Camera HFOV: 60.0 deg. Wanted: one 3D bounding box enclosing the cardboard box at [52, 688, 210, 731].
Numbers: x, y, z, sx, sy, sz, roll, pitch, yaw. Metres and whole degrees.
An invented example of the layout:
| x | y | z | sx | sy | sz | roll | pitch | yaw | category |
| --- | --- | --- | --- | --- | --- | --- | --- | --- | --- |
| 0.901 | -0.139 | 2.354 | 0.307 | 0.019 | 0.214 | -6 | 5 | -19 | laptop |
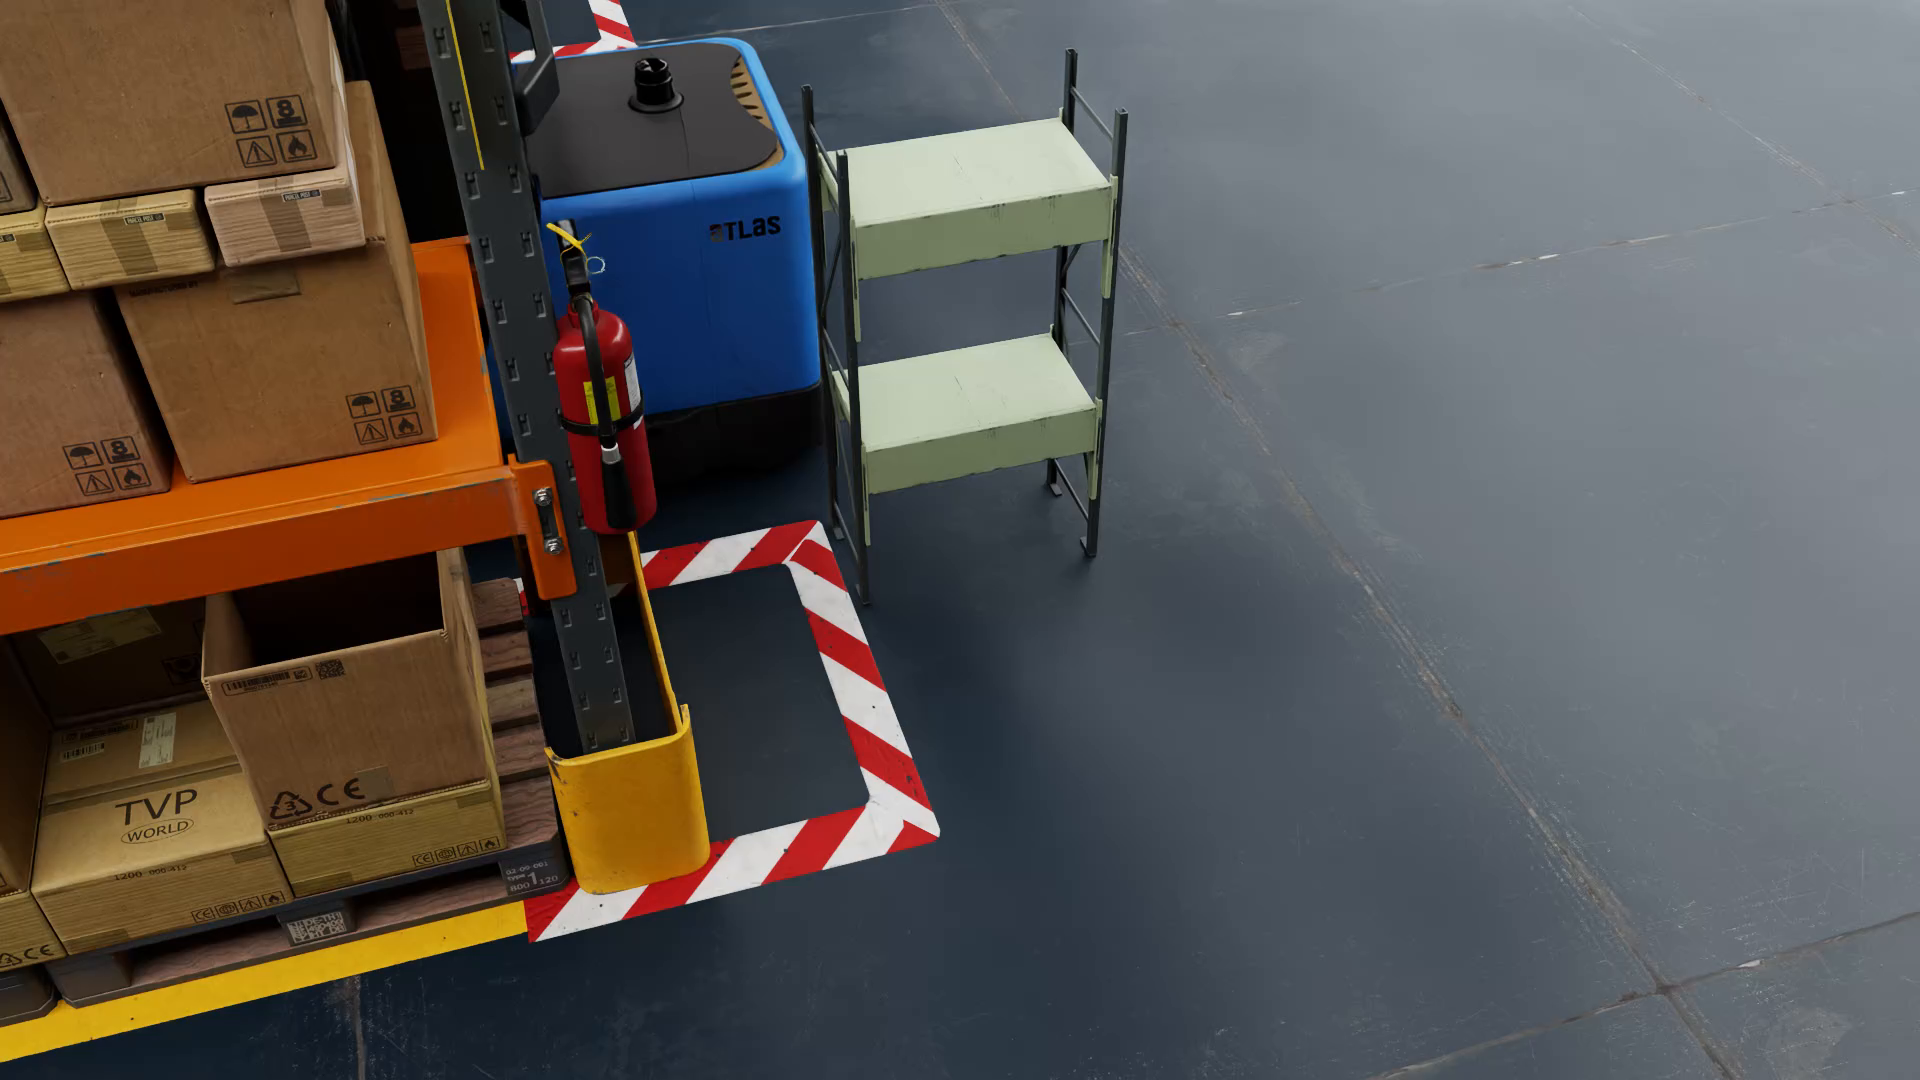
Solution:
| x | y | z | sx | sy | sz | roll | pitch | yaw | category |
| --- | --- | --- | --- | --- | --- | --- | --- | --- | --- |
| -2.048 | 0.331 | 4.362 | 0.500 | 0.250 | 0.500 | -12 | 42 | -13 | cardboard box |

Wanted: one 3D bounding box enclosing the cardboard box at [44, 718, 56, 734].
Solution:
| x | y | z | sx | sy | sz | roll | pitch | yaw | category |
| --- | --- | --- | --- | --- | --- | --- | --- | --- | --- |
| -2.525 | 0.430 | 4.249 | 0.500 | 0.250 | 0.500 | -12 | 42 | -13 | cardboard box |

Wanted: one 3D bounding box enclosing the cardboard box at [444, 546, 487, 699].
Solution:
| x | y | z | sx | sy | sz | roll | pitch | yaw | category |
| --- | --- | --- | --- | --- | --- | --- | --- | --- | --- |
| -1.573 | 0.230 | 4.477 | 0.500 | 0.250 | 0.500 | -12 | 42 | -13 | cardboard box |

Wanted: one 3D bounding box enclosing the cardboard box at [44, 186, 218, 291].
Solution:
| x | y | z | sx | sy | sz | roll | pitch | yaw | category |
| --- | --- | --- | --- | --- | --- | --- | --- | --- | --- |
| -1.551 | -0.648 | 3.143 | 0.250 | 0.149 | 0.380 | -11 | 42 | -12 | cardboard box |

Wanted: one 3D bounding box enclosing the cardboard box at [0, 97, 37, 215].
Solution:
| x | y | z | sx | sy | sz | roll | pitch | yaw | category |
| --- | --- | --- | --- | --- | --- | --- | --- | --- | --- |
| -1.994 | -0.938 | 2.981 | 0.500 | 0.500 | 0.700 | -13 | 43 | -14 | cardboard box |

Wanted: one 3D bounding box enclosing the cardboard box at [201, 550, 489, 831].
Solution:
| x | y | z | sx | sy | sz | roll | pitch | yaw | category |
| --- | --- | --- | --- | --- | --- | --- | --- | --- | --- |
| -1.416 | 0.274 | 3.857 | 0.500 | 0.500 | 0.500 | -12 | 42 | -13 | cardboard box |

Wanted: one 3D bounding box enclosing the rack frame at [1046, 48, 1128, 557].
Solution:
| x | y | z | sx | sy | sz | roll | pitch | yaw | category |
| --- | --- | --- | --- | --- | --- | --- | --- | --- | --- |
| 0.355 | -0.638 | 4.841 | 0.023 | 1.500 | 0.400 | -12 | 42 | -13 | rack frame |

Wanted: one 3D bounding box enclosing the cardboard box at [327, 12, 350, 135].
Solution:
| x | y | z | sx | sy | sz | roll | pitch | yaw | category |
| --- | --- | --- | --- | --- | --- | --- | --- | --- | --- |
| -1.433 | -0.953 | 3.492 | 0.250 | 0.149 | 0.380 | -12 | 43 | -13 | cardboard box |

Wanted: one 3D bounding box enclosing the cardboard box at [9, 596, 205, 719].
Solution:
| x | y | z | sx | sy | sz | roll | pitch | yaw | category |
| --- | --- | --- | --- | --- | --- | --- | --- | --- | --- |
| -2.049 | 0.048 | 4.116 | 0.500 | 0.500 | 0.500 | -12 | 42 | -13 | cardboard box |

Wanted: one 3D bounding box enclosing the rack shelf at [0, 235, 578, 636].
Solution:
| x | y | z | sx | sy | sz | roll | pitch | yaw | category |
| --- | --- | --- | --- | --- | --- | --- | --- | --- | --- |
| -2.902 | 0.053 | 3.457 | 4.000 | 0.370 | 1.077 | -12 | 42 | -13 | rack shelf |

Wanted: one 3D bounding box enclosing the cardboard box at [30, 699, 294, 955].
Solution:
| x | y | z | sx | sy | sz | roll | pitch | yaw | category |
| --- | --- | --- | --- | --- | --- | --- | --- | --- | --- |
| -1.890 | 0.662 | 3.984 | 0.500 | 0.250 | 0.500 | -12 | 42 | -13 | cardboard box |

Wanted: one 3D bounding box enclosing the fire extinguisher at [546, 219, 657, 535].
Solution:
| x | y | z | sx | sy | sz | roll | pitch | yaw | category |
| --- | --- | --- | --- | --- | --- | --- | --- | --- | --- |
| -0.742 | -0.316 | 3.391 | 0.183 | 0.674 | 0.296 | -12 | 42 | -13 | fire extinguisher |

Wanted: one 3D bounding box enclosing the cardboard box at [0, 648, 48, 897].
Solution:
| x | y | z | sx | sy | sz | roll | pitch | yaw | category |
| --- | --- | --- | --- | --- | --- | --- | --- | --- | --- |
| -2.366 | 0.481 | 3.620 | 0.500 | 0.500 | 0.500 | -12 | 42 | -13 | cardboard box |

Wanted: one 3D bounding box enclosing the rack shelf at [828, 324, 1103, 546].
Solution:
| x | y | z | sx | sy | sz | roll | pitch | yaw | category |
| --- | --- | --- | --- | --- | --- | --- | --- | --- | --- |
| 0.006 | -0.321 | 4.973 | 0.720 | 0.370 | 0.431 | -12 | 42 | -13 | rack shelf |

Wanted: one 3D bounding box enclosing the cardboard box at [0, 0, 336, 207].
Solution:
| x | y | z | sx | sy | sz | roll | pitch | yaw | category |
| --- | --- | --- | --- | --- | --- | --- | --- | --- | --- |
| -1.494 | -1.045 | 3.104 | 0.500 | 0.500 | 0.700 | -12 | 42 | -13 | cardboard box |

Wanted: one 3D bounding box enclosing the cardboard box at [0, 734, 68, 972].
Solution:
| x | y | z | sx | sy | sz | roll | pitch | yaw | category |
| --- | --- | --- | --- | --- | --- | --- | --- | --- | --- |
| -2.367 | 0.762 | 3.869 | 0.500 | 0.250 | 0.500 | -12 | 42 | -13 | cardboard box |

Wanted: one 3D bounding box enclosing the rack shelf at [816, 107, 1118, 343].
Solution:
| x | y | z | sx | sy | sz | roll | pitch | yaw | category |
| --- | --- | --- | --- | --- | --- | --- | --- | --- | --- |
| 0.006 | -0.860 | 4.501 | 0.720 | 0.370 | 0.431 | -12 | 42 | -13 | rack shelf |

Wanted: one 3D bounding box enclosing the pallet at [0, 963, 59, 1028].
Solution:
| x | y | z | sx | sy | sz | roll | pitch | yaw | category |
| --- | --- | --- | --- | --- | --- | --- | --- | --- | --- |
| -2.873 | 0.853 | 4.113 | 1.213 | 0.211 | 1.003 | -12 | 42 | -13 | pallet |

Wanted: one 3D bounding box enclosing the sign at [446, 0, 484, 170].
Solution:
| x | y | z | sx | sy | sz | roll | pitch | yaw | category |
| --- | --- | --- | --- | --- | --- | --- | --- | --- | --- |
| -0.844 | -0.795 | 2.821 | 0.005 | 0.325 | 0.100 | -12 | 42 | -13 | sign |

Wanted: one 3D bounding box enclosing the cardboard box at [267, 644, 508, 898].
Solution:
| x | y | z | sx | sy | sz | roll | pitch | yaw | category |
| --- | --- | --- | --- | --- | --- | --- | --- | --- | --- |
| -1.417 | 0.555 | 4.105 | 0.500 | 0.250 | 0.500 | -12 | 42 | -13 | cardboard box |

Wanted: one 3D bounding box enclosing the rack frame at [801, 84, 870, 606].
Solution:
| x | y | z | sx | sy | sz | roll | pitch | yaw | category |
| --- | --- | --- | --- | --- | --- | --- | --- | --- | --- |
| -0.343 | -0.494 | 4.675 | 0.023 | 1.500 | 0.400 | -12 | 42 | -13 | rack frame |

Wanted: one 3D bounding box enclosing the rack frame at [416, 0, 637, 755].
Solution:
| x | y | z | sx | sy | sz | roll | pitch | yaw | category |
| --- | --- | --- | --- | --- | --- | --- | --- | --- | --- |
| -0.994 | -0.613 | 3.672 | 0.127 | 3.000 | 1.000 | -12 | 42 | -13 | rack frame |

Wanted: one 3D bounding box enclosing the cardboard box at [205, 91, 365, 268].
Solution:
| x | y | z | sx | sy | sz | roll | pitch | yaw | category |
| --- | --- | --- | --- | --- | --- | --- | --- | --- | --- |
| -1.301 | -0.700 | 3.203 | 0.250 | 0.149 | 0.380 | -12 | 43 | -14 | cardboard box |

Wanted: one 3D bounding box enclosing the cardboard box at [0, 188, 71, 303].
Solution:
| x | y | z | sx | sy | sz | roll | pitch | yaw | category |
| --- | --- | --- | --- | --- | --- | --- | --- | --- | --- |
| -1.794 | -0.597 | 3.085 | 0.250 | 0.149 | 0.380 | -12 | 43 | -14 | cardboard box |

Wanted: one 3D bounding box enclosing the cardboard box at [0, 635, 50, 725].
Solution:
| x | y | z | sx | sy | sz | roll | pitch | yaw | category |
| --- | --- | --- | --- | --- | --- | --- | --- | --- | --- |
| -2.522 | 0.155 | 3.994 | 0.500 | 0.500 | 0.500 | -12 | 42 | -13 | cardboard box |

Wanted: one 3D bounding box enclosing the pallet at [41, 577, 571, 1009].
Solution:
| x | y | z | sx | sy | sz | roll | pitch | yaw | category |
| --- | --- | --- | --- | --- | --- | --- | --- | --- | --- |
| -1.711 | 0.614 | 4.387 | 1.213 | 0.211 | 1.003 | -12 | 42 | -13 | pallet |

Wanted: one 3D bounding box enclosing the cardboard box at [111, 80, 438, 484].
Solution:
| x | y | z | sx | sy | sz | roll | pitch | yaw | category |
| --- | --- | --- | --- | --- | --- | --- | --- | --- | --- |
| -1.443 | -0.567 | 3.543 | 0.500 | 0.500 | 0.700 | -12 | 42 | -13 | cardboard box |

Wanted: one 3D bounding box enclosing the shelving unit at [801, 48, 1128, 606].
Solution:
| x | y | z | sx | sy | sz | roll | pitch | yaw | category |
| --- | --- | --- | --- | --- | --- | --- | --- | --- | --- |
| 0.006 | -0.566 | 4.758 | 0.755 | 1.500 | 0.431 | -12 | 42 | -13 | shelving unit |

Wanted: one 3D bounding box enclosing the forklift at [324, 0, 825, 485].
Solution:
| x | y | z | sx | sy | sz | roll | pitch | yaw | category |
| --- | --- | --- | --- | --- | --- | --- | --- | --- | --- |
| -2.007 | -1.416 | 4.643 | 3.031 | 2.935 | 1.130 | -11 | 42 | -12 | forklift |

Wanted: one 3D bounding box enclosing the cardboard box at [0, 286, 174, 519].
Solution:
| x | y | z | sx | sy | sz | roll | pitch | yaw | category |
| --- | --- | --- | --- | --- | --- | --- | --- | --- | --- |
| -1.943 | -0.460 | 3.421 | 0.500 | 0.500 | 0.700 | -11 | 42 | -12 | cardboard box |

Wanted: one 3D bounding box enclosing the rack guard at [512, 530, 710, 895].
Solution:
| x | y | z | sx | sy | sz | roll | pitch | yaw | category |
| --- | --- | --- | --- | --- | --- | --- | --- | --- | --- |
| -0.971 | 0.323 | 4.500 | 0.348 | 0.500 | 1.175 | -12 | 42 | -13 | rack guard |
